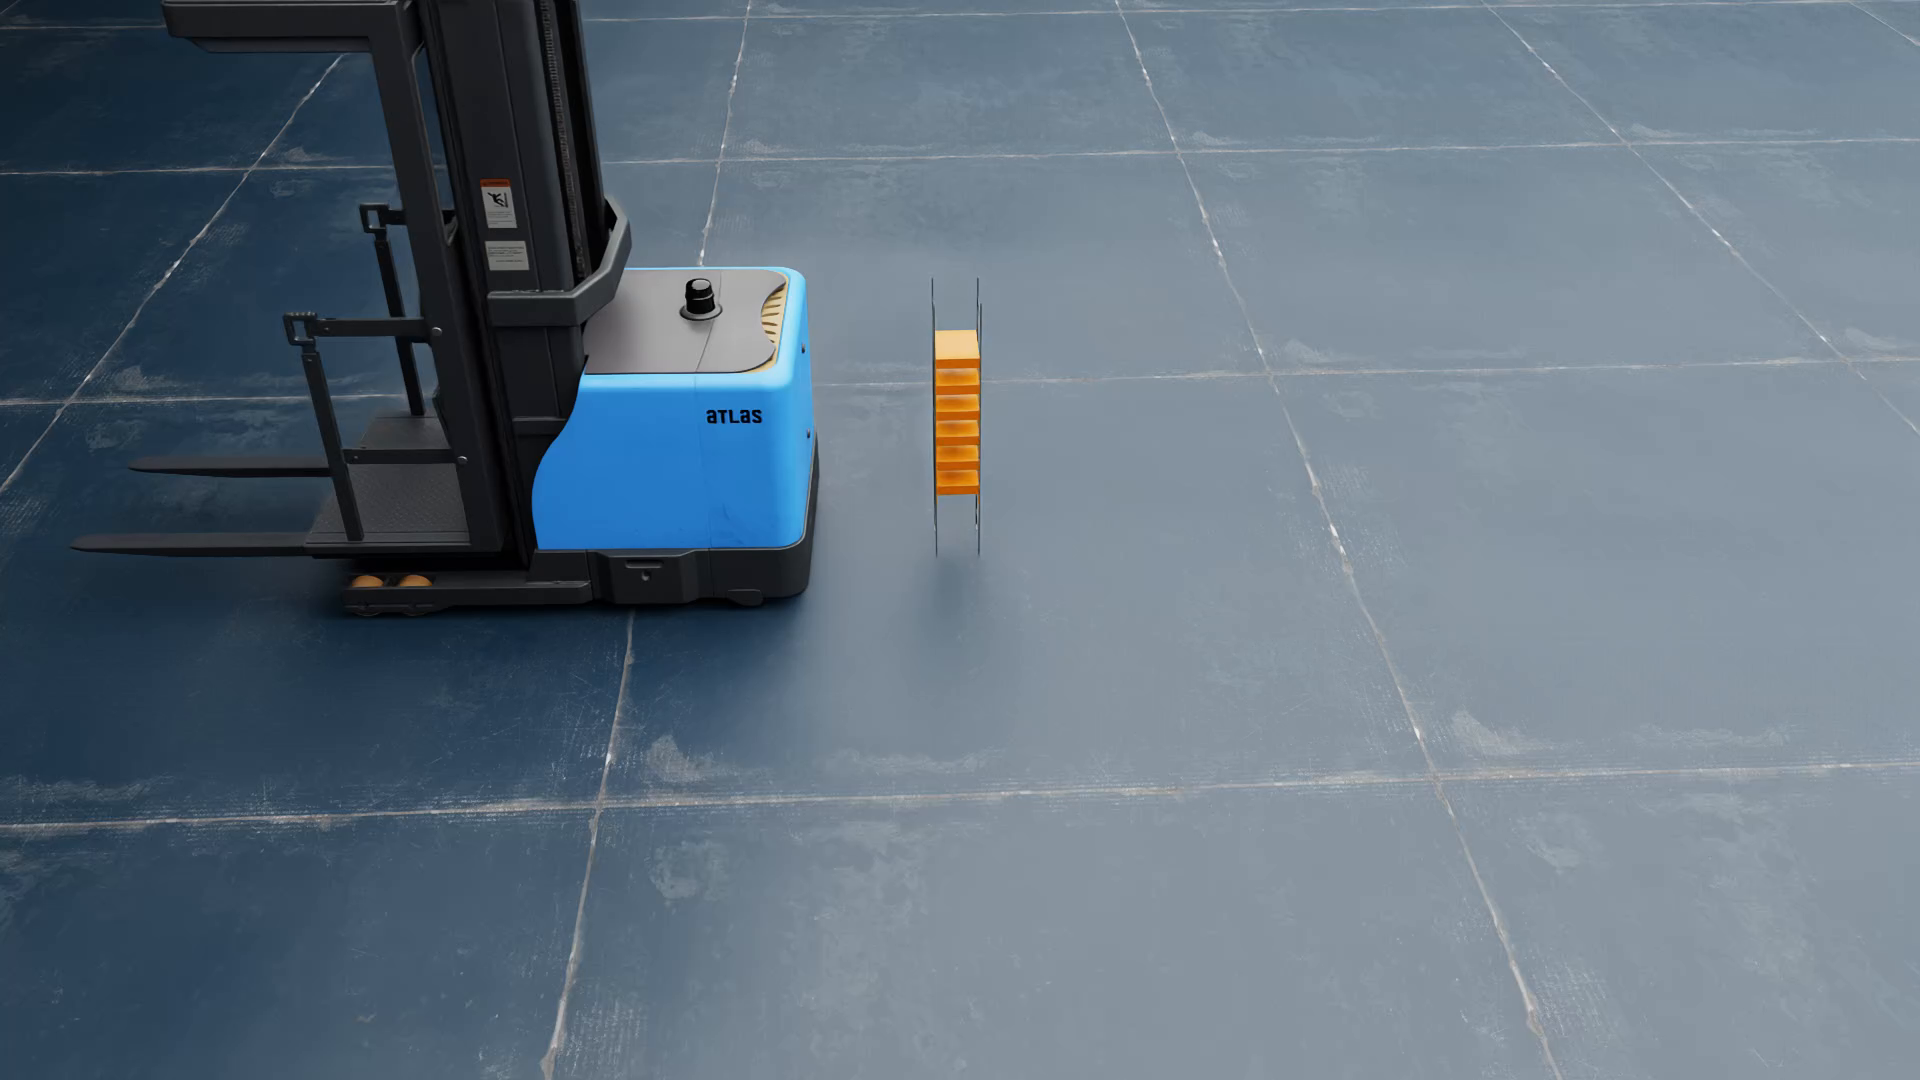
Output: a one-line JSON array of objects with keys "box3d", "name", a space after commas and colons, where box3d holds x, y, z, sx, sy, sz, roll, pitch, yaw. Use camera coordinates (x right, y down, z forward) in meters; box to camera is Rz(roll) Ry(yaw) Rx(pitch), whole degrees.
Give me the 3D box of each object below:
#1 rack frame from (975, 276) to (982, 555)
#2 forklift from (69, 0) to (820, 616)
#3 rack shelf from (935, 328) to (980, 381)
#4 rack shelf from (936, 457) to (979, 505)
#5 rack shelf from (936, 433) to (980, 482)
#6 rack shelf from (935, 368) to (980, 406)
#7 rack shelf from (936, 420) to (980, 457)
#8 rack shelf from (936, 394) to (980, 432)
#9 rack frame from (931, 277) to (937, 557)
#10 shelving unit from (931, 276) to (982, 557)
[{"box3d": [0.077, -0.495, 6.912, 0.006, 1.200, 0.240, -2, 35, -2], "name": "rack frame"}, {"box3d": [-2.147, -1.197, 6.405, 3.031, 2.935, 1.130, -1, 35, -1], "name": "forklift"}, {"box3d": [-0.014, -0.752, 6.728, 0.180, 0.103, 0.258, -2, 35, -2], "name": "rack shelf"}, {"box3d": [-0.014, -0.259, 7.070, 0.180, 0.103, 0.258, -2, 35, -2], "name": "rack shelf"}, {"box3d": [-0.014, -0.358, 7.002, 0.180, 0.103, 0.258, -2, 35, -2], "name": "rack shelf"}, {"box3d": [-0.014, -0.654, 6.797, 0.180, 0.103, 0.258, -2, 35, -2], "name": "rack shelf"}, {"box3d": [-0.014, -0.456, 6.933, 0.180, 0.103, 0.258, -2, 35, -2], "name": "rack shelf"}, {"box3d": [-0.014, -0.555, 6.865, 0.180, 0.103, 0.258, -2, 35, -2], "name": "rack shelf"}, {"box3d": [-0.106, -0.491, 6.904, 0.006, 1.200, 0.240, -2, 35, -2], "name": "rack frame"}, {"box3d": [-0.014, -0.493, 6.908, 0.189, 1.200, 0.258, -2, 35, -2], "name": "shelving unit"}]
